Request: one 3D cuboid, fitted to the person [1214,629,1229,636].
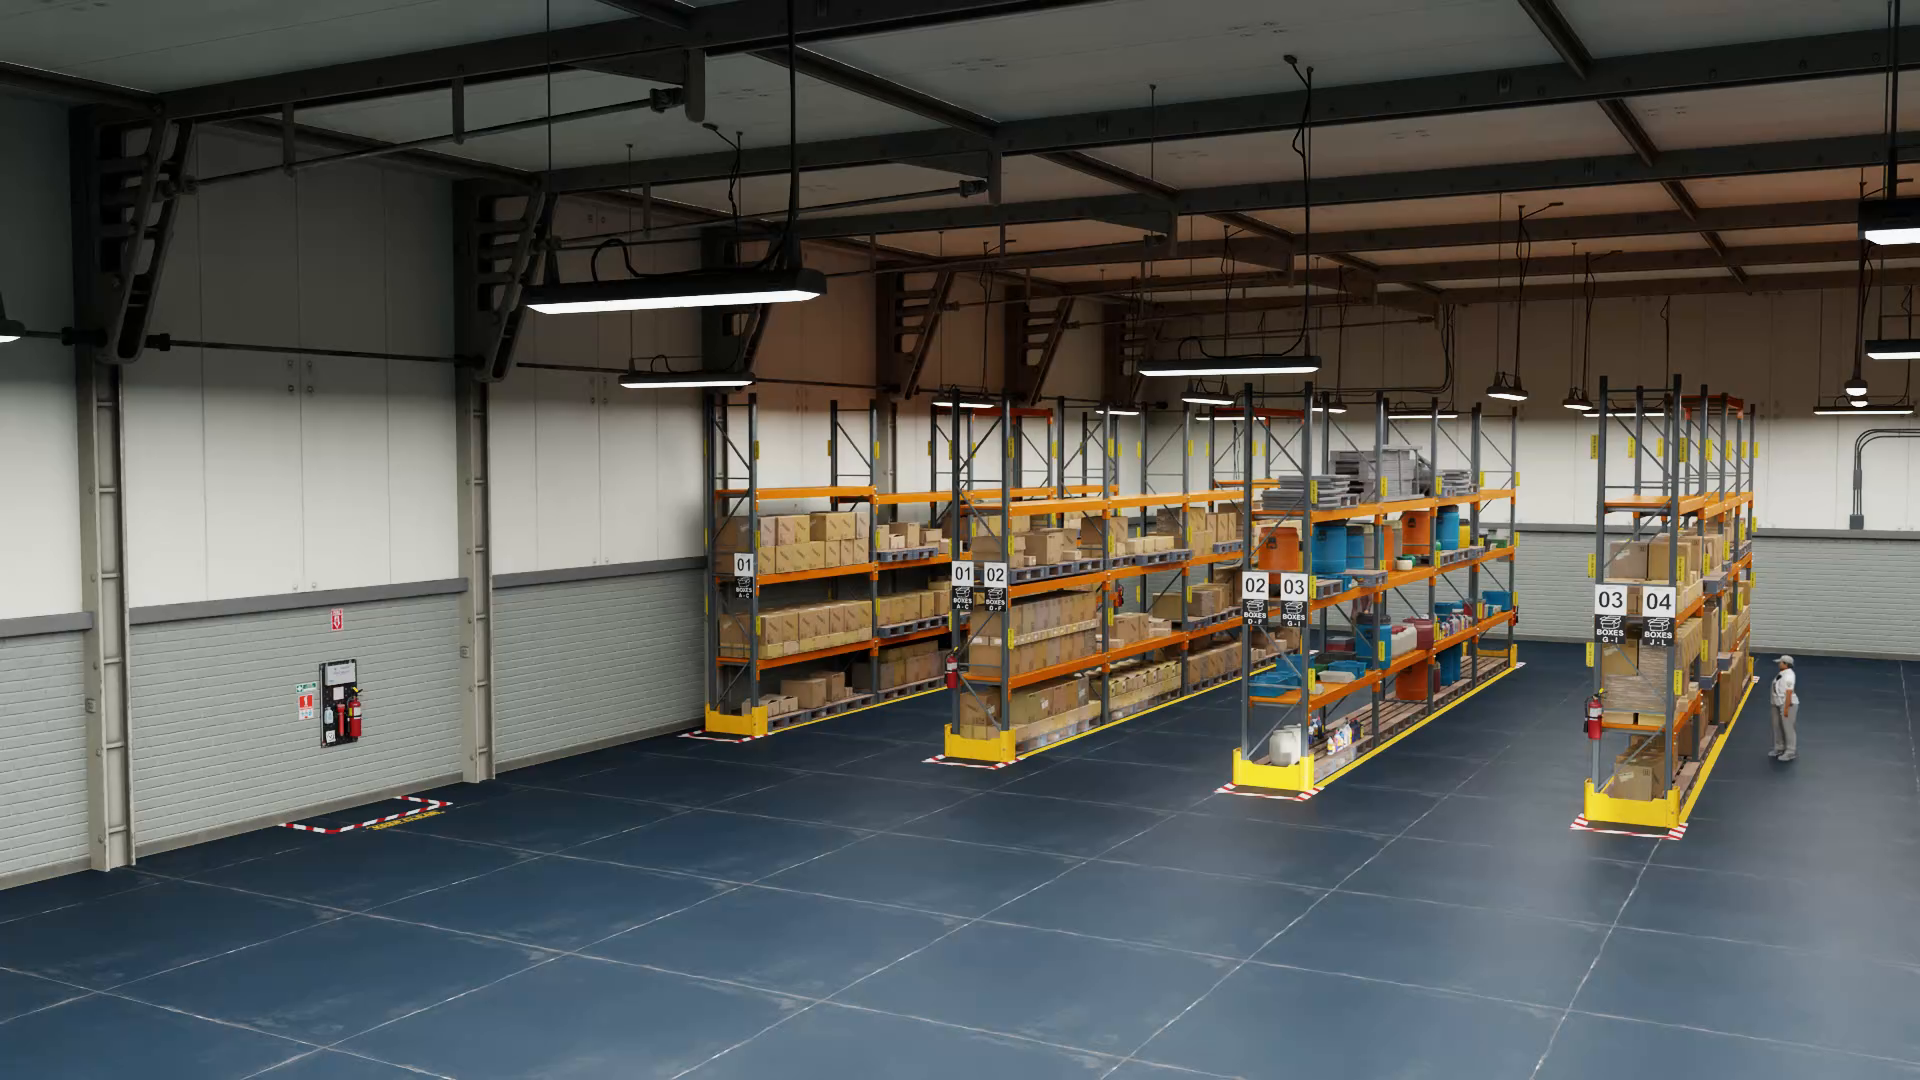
[{"bbox_3d":[6.962,1.786,44.455,0.494,1.666,0.533,0,3,5],"label":"person"}]

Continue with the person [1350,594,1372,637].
[{"bbox_3d":[10.206,1.827,42.317,0.551,1.719,1.115,1,3,18],"label":"person"}]

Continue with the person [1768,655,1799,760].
[{"bbox_3d":[13.375,2.705,27.016,0.437,1.673,0.506,0,3,-2],"label":"person"}]

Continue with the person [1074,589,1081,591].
[{"bbox_3d":[2.546,1.940,37.677,0.651,1.660,1.029,1,3,21],"label":"person"}]
